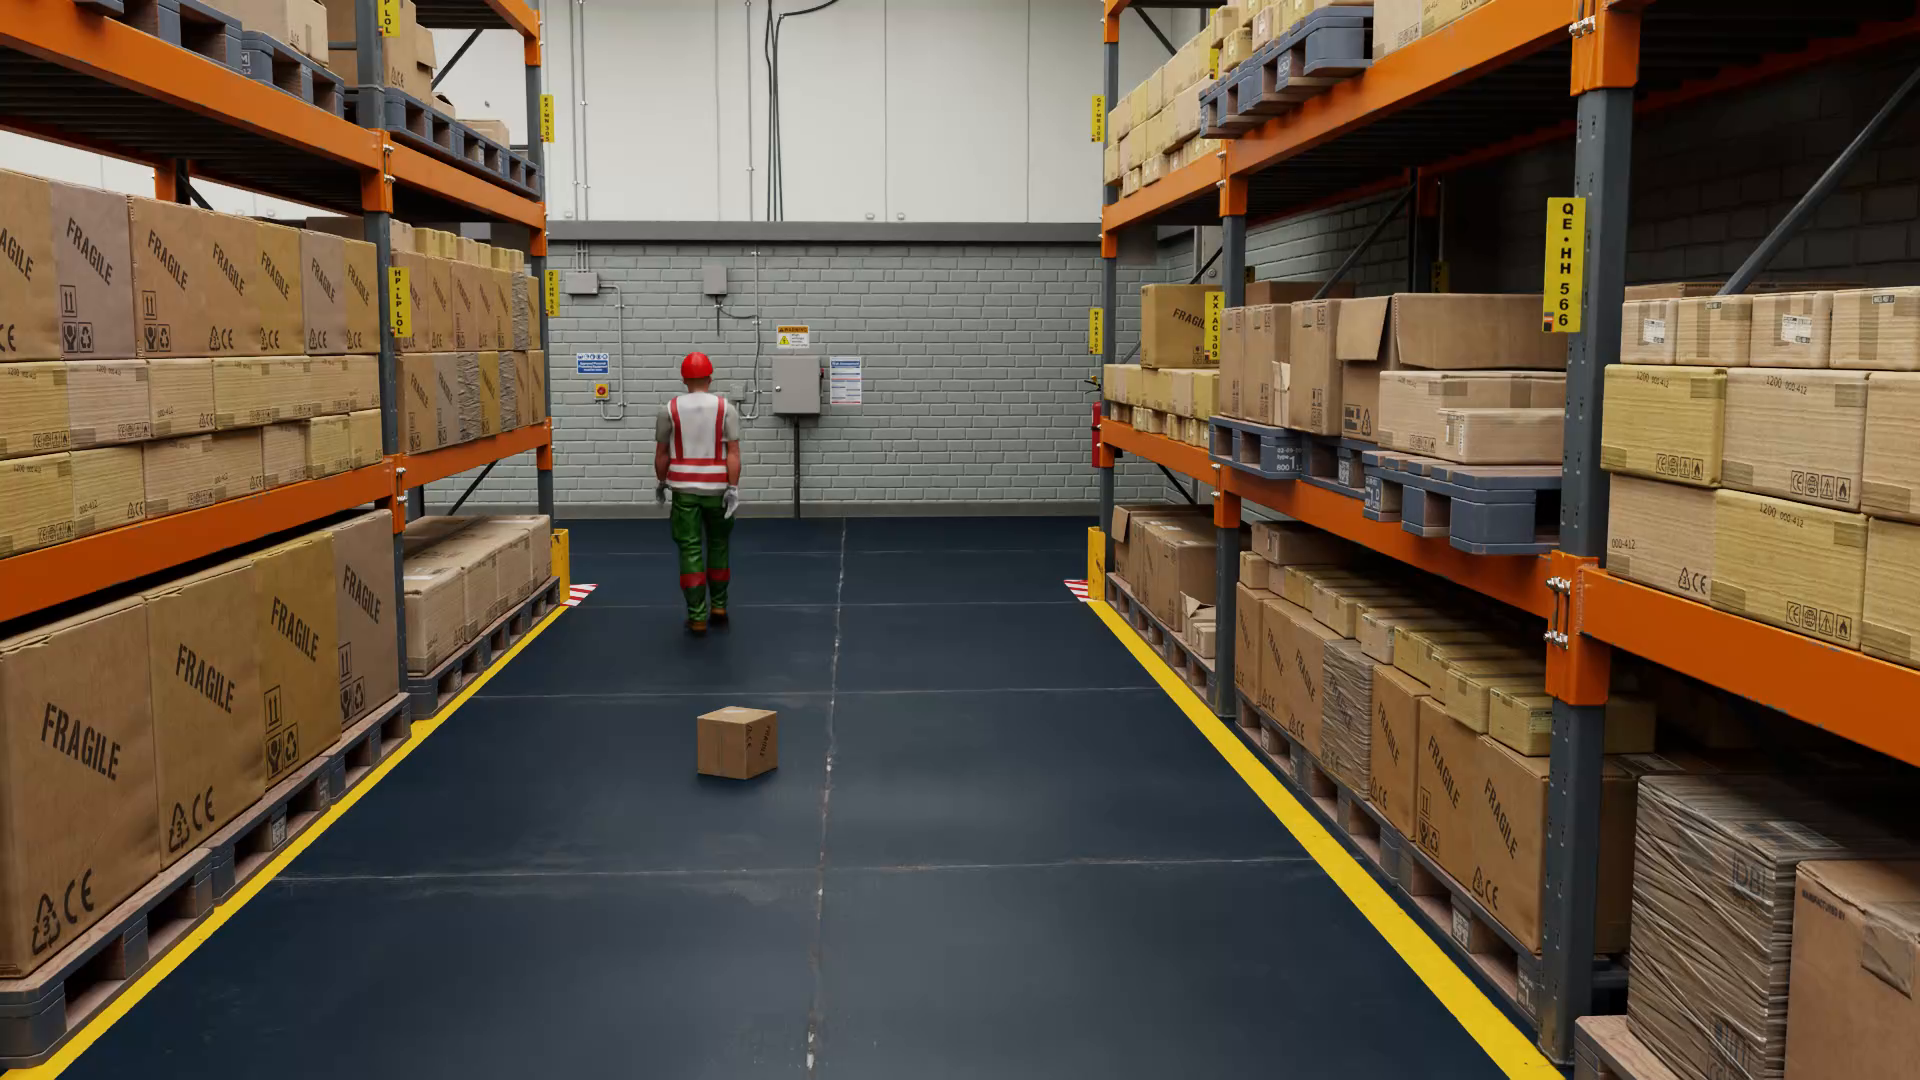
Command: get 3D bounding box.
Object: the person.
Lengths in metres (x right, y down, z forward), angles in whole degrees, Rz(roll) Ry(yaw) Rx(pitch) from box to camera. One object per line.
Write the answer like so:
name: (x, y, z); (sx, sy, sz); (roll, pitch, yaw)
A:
person: (-1.704, -0.320, 10.782); (0.539, 1.796, 0.794); (-1, 7, -12)
